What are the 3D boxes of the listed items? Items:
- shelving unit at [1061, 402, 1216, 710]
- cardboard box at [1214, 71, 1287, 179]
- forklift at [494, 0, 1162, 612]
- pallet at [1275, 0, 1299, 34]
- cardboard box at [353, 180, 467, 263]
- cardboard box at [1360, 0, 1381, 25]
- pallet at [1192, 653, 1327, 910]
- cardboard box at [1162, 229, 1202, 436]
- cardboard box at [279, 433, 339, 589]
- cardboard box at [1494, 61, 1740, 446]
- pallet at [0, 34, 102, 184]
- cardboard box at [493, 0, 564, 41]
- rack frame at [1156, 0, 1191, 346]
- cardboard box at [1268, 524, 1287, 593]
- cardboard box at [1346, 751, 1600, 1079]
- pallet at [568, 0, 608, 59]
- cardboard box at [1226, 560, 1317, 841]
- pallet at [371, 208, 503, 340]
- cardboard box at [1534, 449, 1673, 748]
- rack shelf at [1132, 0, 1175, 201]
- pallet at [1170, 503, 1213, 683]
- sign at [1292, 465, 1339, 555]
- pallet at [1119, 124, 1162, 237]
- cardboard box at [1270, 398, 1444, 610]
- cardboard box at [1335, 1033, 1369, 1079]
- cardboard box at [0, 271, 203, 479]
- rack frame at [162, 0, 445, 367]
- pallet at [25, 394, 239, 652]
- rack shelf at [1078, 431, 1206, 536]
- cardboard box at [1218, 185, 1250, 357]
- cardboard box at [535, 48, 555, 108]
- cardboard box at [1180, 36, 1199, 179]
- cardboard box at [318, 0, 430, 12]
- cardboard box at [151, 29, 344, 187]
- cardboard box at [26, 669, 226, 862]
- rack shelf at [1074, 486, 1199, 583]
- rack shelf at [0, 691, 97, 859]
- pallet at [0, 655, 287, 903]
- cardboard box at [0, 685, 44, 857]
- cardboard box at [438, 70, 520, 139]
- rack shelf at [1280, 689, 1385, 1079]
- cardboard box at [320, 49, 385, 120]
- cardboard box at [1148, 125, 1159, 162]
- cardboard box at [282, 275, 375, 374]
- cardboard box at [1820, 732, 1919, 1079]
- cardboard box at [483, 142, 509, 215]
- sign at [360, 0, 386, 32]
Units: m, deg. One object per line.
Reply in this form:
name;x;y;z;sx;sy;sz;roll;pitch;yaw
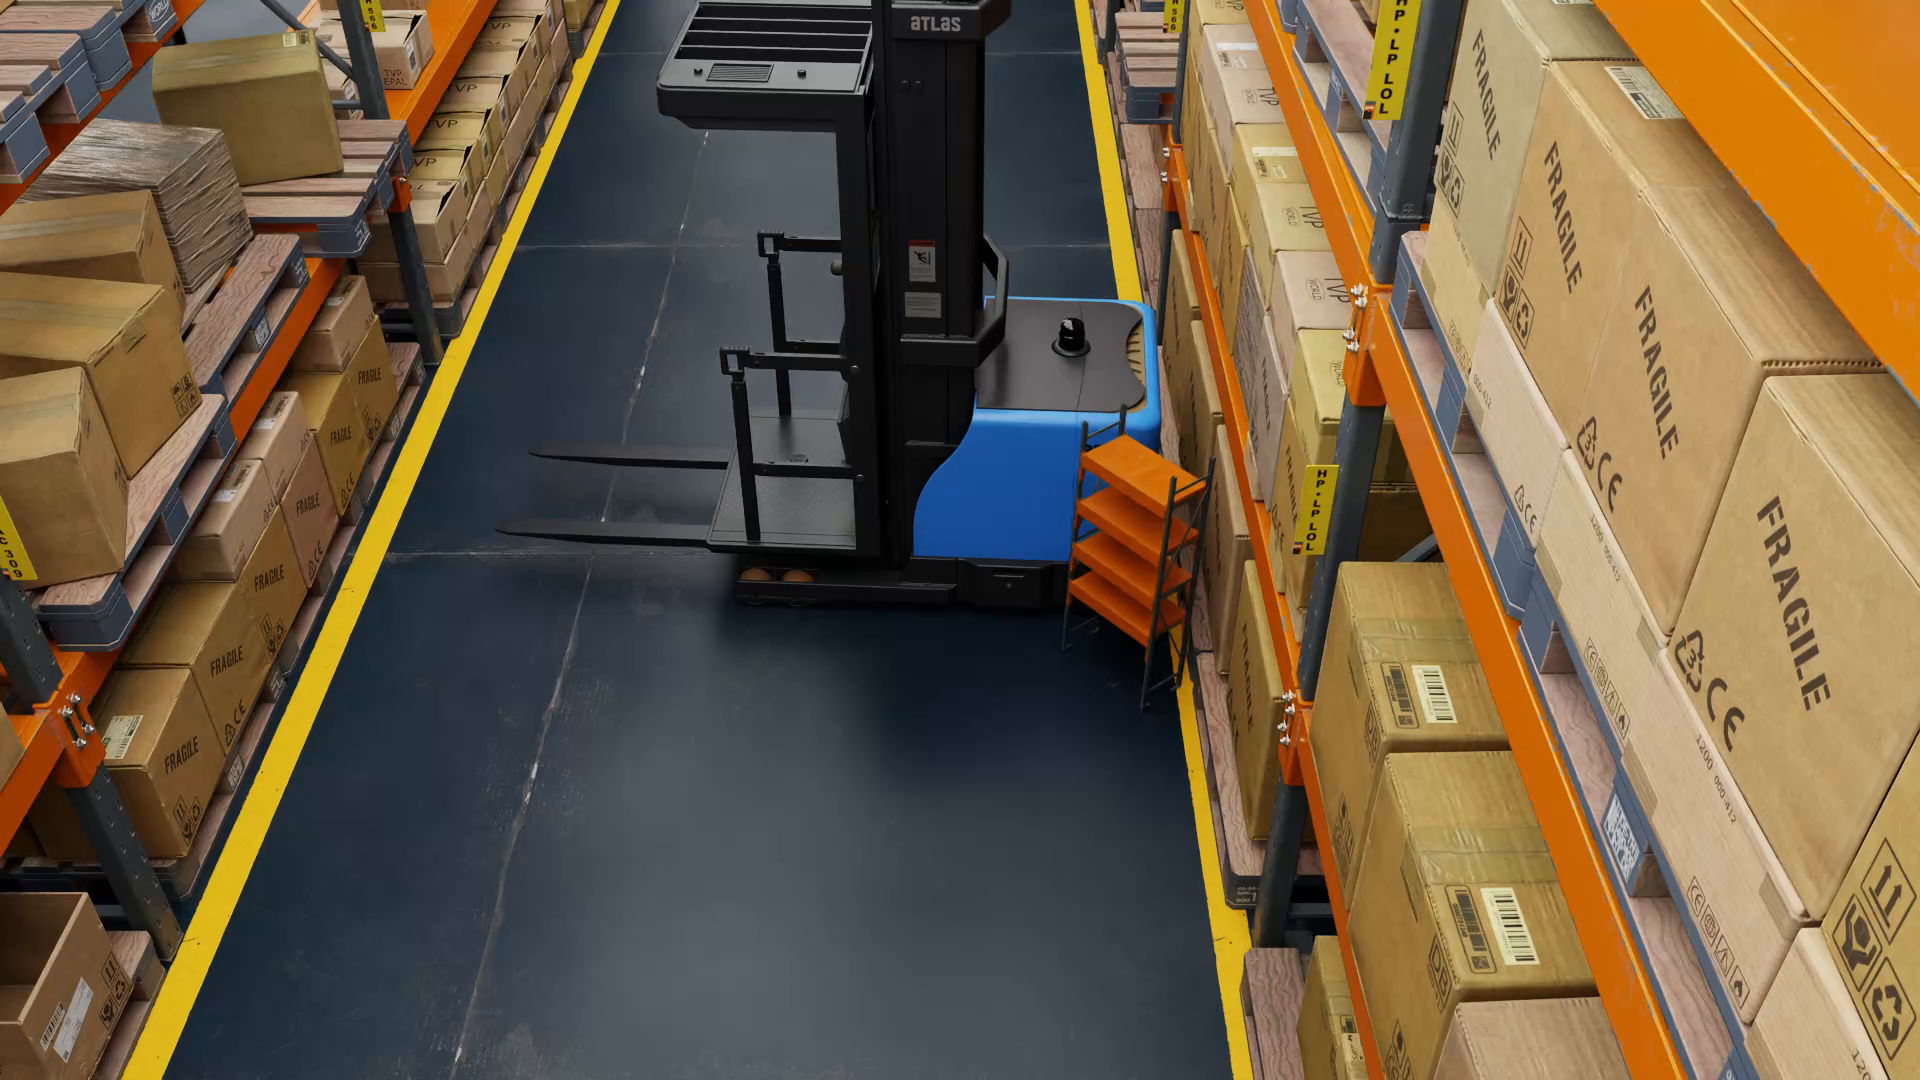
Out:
shelving unit;0.723;0.081;6.926;0.258;1.200;0.503;-26;45;-32
cardboard box;1.324;-1.695;6.778;0.500;0.250;0.500;0;39;0
forklift;-0.627;-1.168;7.109;3.031;2.935;1.130;2;39;3
pallet;1.633;-2.167;6.053;1.003;0.211;1.213;2;39;2
cardboard box;-3.086;-1.803;9.262;0.500;0.311;0.500;1;39;1
cardboard box;1.623;-1.950;5.200;0.700;0.500;0.500;-1;39;-1
pallet;1.503;0.935;6.660;1.003;0.211;1.213;0;39;0
cardboard box;1.445;-1.037;8.274;0.750;0.750;0.750;-1;39;-1
cardboard box;-3.136;-0.126;7.401;0.500;0.500;0.500;-1;39;-2
cardboard box;1.307;-0.511;2.940;0.500;0.500;0.500;-1;39;-1
pallet;-3.305;-1.170;4.808;1.213;0.211;1.003;0;39;0
cardboard box;-3.096;-3.724;11.659;0.500;0.311;0.500;0;39;0
rack frame;1.575;-2.172;8.307;1.000;3.000;0.127;0;39;0
cardboard box;1.272;0.051;5.718;0.380;0.149;0.250;1;39;1
cardboard box;1.559;1.008;4.099;0.980;0.700;0.700;-1;39;-1
pallet;-3.342;-4.077;12.914;1.003;0.211;1.213;0;39;0
cardboard box;1.449;0.598;6.234;0.750;0.750;0.750;0;39;0
pallet;-3.341;-1.593;9.814;1.003;0.211;1.213;0;39;0
cardboard box;1.311;0.086;2.795;0.500;0.250;0.500;-1;39;-1
rack shelf;1.573;-3.142;10.093;1.077;0.370;4.000;0;39;0
pallet;1.499;0.170;7.614;1.003;0.211;1.213;0;39;0
sign;1.037;-0.085;4.840;0.100;0.325;0.005;0;39;0
pallet;1.577;-2.333;10.739;1.003;0.211;1.213;0;39;0
cardboard box;1.327;-0.122;5.415;0.500;0.500;0.500;-1;39;-1
cardboard box;1.296;1.570;4.782;0.380;0.149;0.250;1;39;1
cardboard box;-3.215;-0.594;5.922;0.700;0.500;0.500;6;39;7
rack frame;-3.379;-2.166;8.300;1.000;3.000;0.127;0;39;0
pallet;-3.266;-0.090;5.862;1.003;0.211;1.213;0;39;0
rack shelf;0.737;-0.233;6.689;0.258;0.148;0.480;-26;45;-32
cardboard box;1.319;-1.067;6.595;0.500;0.500;0.500;1;39;1
cardboard box;-3.094;-3.183;11.432;0.500;0.250;0.500;-1;39;-1
cardboard box;1.320;-2.031;7.797;0.500;0.500;0.500;1;39;1
cardboard box;-3.397;-3.254;9.578;0.500;0.500;0.500;-2;39;-2
cardboard box;-3.265;-1.975;7.646;0.700;0.500;0.500;-12;40;-15
cardboard box;-3.131;0.836;6.200;0.500;0.500;0.500;-2;39;-2
rack shelf;0.729;-0.044;6.832;0.258;0.148;0.480;-26;45;-32
rack shelf;-3.372;1.867;3.843;1.077;0.370;4.000;0;39;0
pallet;-3.413;0.915;6.685;1.003;0.211;1.213;0;39;0
cardboard box;-3.661;0.831;6.207;0.500;0.500;0.500;0;39;0
cardboard box;-3.094;-2.772;10.471;0.500;0.311;0.500;0;39;-1
rack shelf;1.582;1.861;3.850;1.077;0.370;4.000;0;39;0
cardboard box;-3.335;-2.359;8.611;0.500;0.311;0.500;2;39;3
cardboard box;1.599;-2.767;10.697;0.700;0.500;0.500;0;39;0
cardboard box;-3.139;-1.035;7.936;0.500;0.250;0.500;1;39;2
cardboard box;1.321;0.453;1.738;0.500;0.500;0.500;1;39;1
cardboard box;-3.094;-2.224;10.235;0.500;0.250;0.500;-1;39;-1
sign;-2.836;-2.593;7.970;0.100;0.325;0.005;0;39;0
